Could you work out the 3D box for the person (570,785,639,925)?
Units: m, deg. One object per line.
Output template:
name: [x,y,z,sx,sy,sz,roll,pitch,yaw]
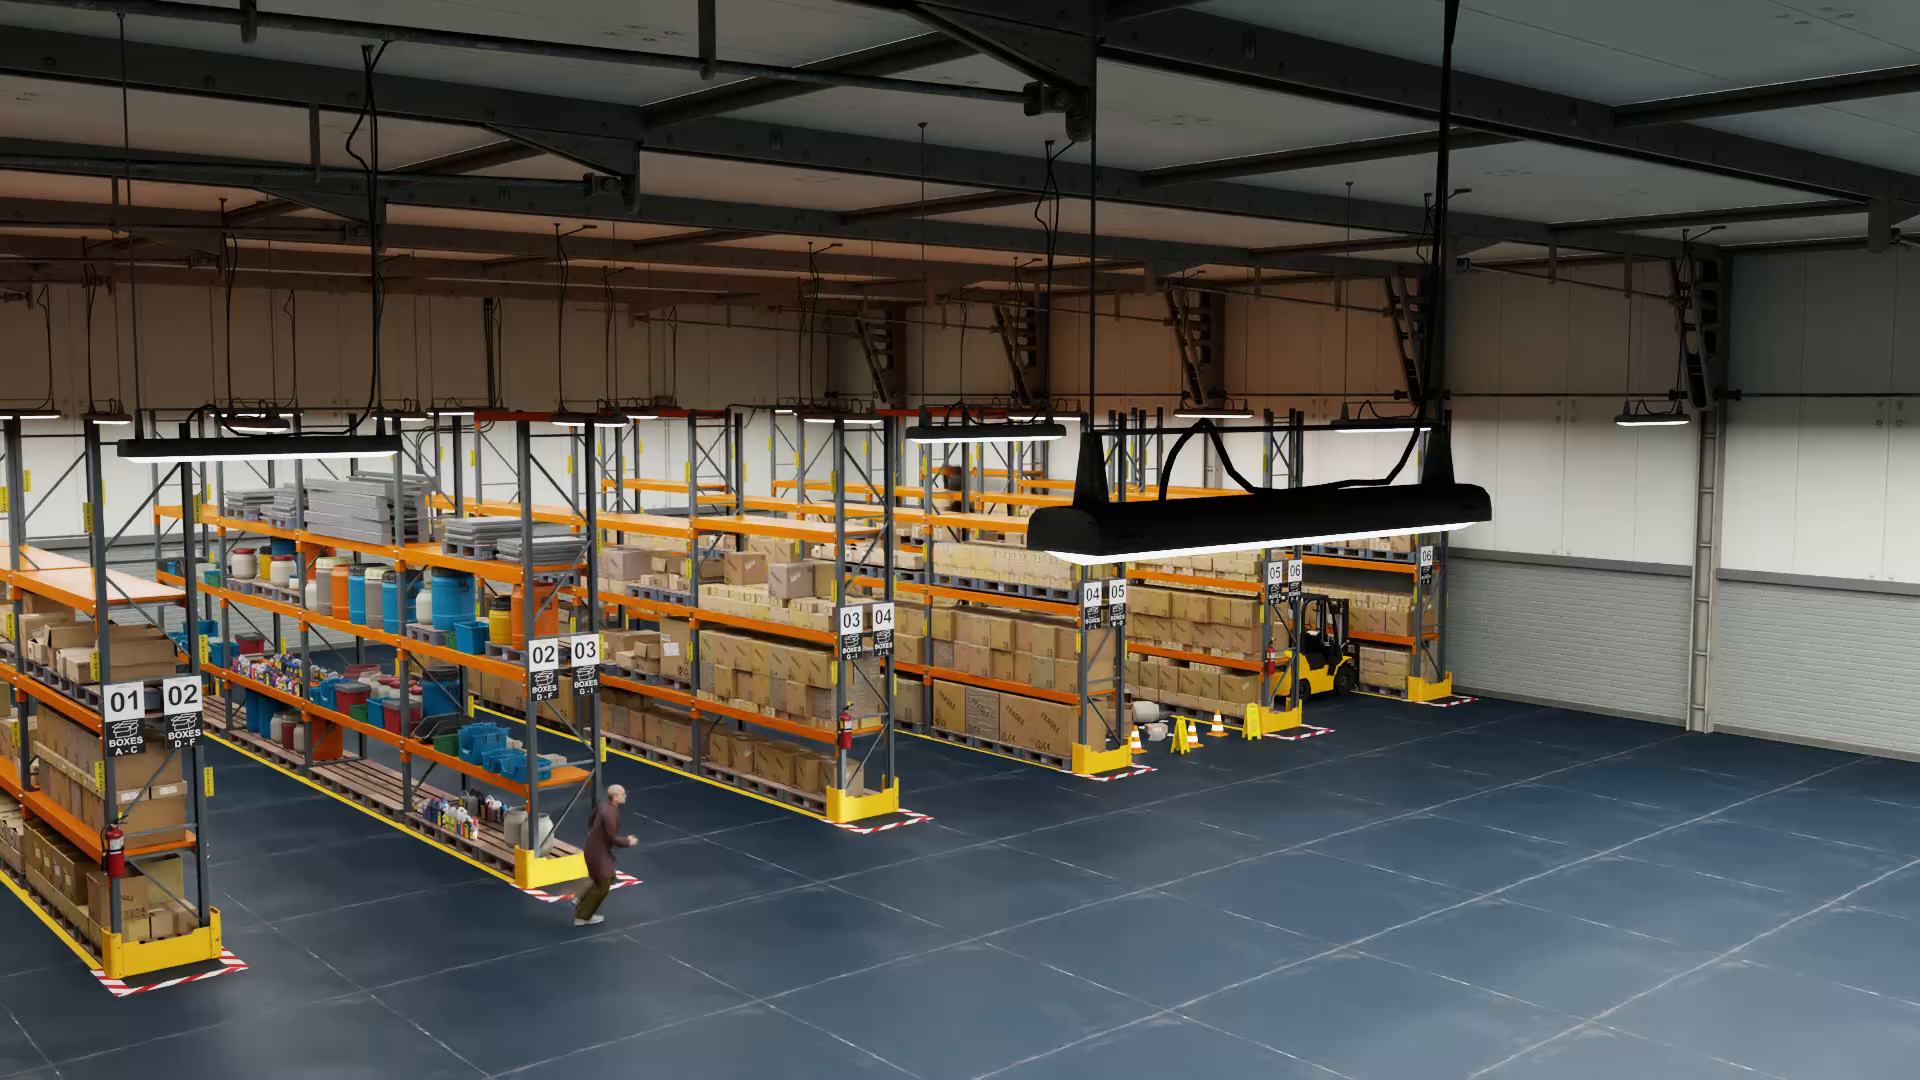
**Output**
person: [-4.256,3.753,19.916,0.812,1.666,0.699,-2,5,-20]
